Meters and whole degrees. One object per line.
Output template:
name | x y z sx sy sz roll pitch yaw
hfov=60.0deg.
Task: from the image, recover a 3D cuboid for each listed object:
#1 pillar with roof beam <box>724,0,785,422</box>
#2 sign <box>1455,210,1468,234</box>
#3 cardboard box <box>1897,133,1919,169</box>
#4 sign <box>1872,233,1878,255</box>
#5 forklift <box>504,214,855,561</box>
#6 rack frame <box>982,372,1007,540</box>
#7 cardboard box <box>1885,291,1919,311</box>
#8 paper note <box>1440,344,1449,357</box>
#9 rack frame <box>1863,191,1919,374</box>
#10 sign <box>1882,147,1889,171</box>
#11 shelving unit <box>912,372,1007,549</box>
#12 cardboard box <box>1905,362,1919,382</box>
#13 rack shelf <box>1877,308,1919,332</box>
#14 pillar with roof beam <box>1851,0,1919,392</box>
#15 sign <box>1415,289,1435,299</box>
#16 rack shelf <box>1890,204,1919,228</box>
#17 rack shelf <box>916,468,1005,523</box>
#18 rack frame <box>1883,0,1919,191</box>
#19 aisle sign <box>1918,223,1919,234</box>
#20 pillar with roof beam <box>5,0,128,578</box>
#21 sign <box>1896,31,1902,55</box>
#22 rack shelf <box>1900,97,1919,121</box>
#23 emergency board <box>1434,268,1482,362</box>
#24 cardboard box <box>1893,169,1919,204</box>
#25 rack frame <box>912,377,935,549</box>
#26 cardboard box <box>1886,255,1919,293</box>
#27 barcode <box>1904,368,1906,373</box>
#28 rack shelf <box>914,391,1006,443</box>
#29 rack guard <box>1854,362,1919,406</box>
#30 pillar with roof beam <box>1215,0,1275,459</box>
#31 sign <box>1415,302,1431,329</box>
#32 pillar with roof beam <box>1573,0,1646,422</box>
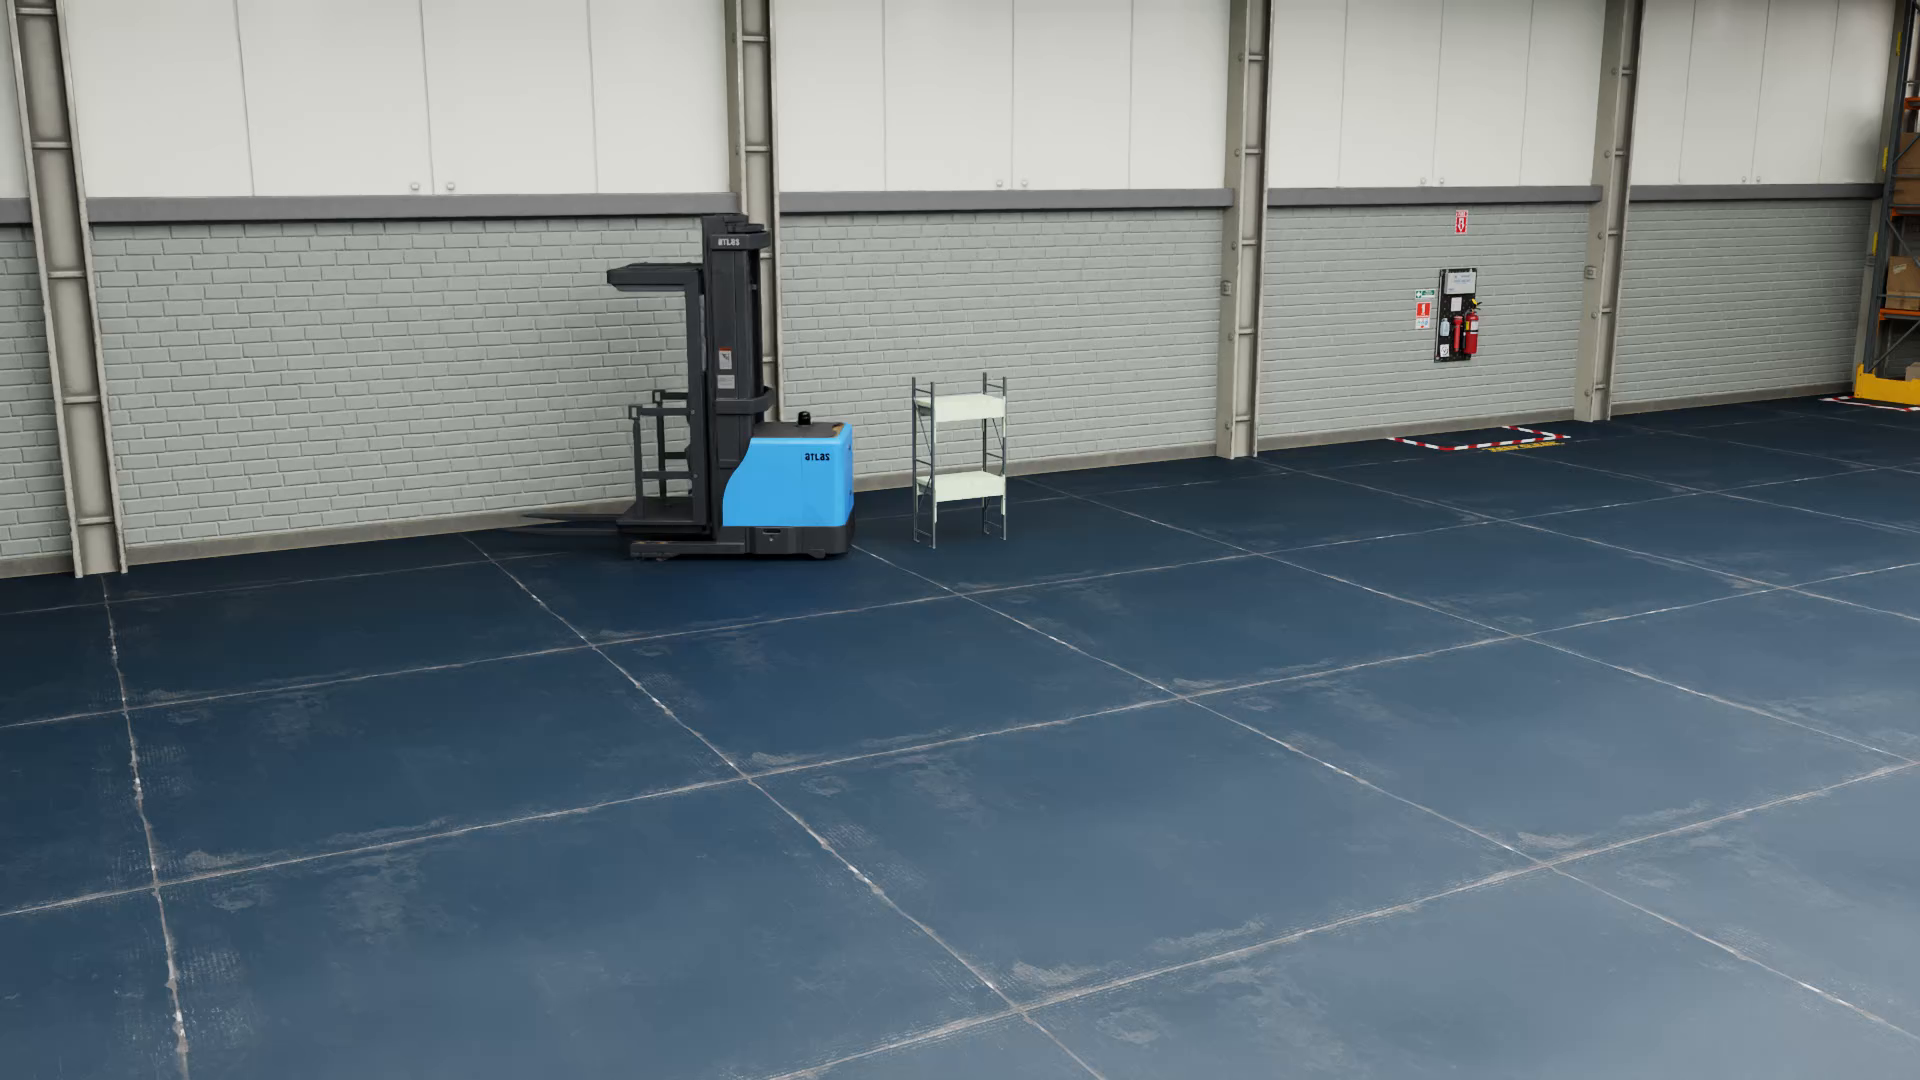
pillar with roof beam | 0.062 -3.926 12.201 0.400 9.000 9.100 -7 14 -28
sign | 6.290 -3.988 20.860 0.199 0.298 0.001 -7 14 -28
cardboard box | 13.851 -5.588 23.865 0.500 0.500 0.500 -6 14 -25
sign | 13.350 -4.311 24.215 0.005 0.325 0.100 -7 14 -28
forklift | -2.489 -1.363 14.632 3.031 2.935 1.130 0 13 1
rack frame | 0.315 -0.769 15.253 0.023 1.500 0.400 -7 14 -28
cardboard box | 13.916 -3.506 24.291 0.500 0.250 0.500 -7 14 -27
paper note | 6.156 -2.404 21.106 0.142 0.148 0.016 -7 14 -28
rack frame | 13.598 -3.482 23.892 0.127 3.000 1.000 -7 14 -28
sign | 13.350 -5.487 23.950 0.005 0.325 0.100 -7 14 -28
shelving unit | -0.006 -0.731 15.082 0.755 1.500 0.431 -7 14 -28
cardboard box | 14.249 -2.441 24.385 0.500 0.311 0.500 -9 15 -34
rack shelf | 15.354 -3.342 24.906 4.000 0.370 1.077 -7 14 -28
pillar with roof beam | 15.861 -5.820 20.615 0.400 9.000 9.100 -7 14 -28
sign | 5.818 -3.075 20.795 0.331 0.109 0.001 -7 14 -28
rack shelf | 15.354 -4.805 24.577 4.000 0.370 1.077 -7 14 -28
rack shelf | -0.006 -0.413 15.154 0.720 0.370 0.431 -7 14 -28
rack frame | 13.598 -6.409 23.233 0.127 3.000 1.000 -7 14 -28
aisle sign | 13.679 -4.685 23.316 0.004 0.787 0.394 -7 14 -28
pillar with roof beam | -5.205 -3.295 9.396 0.400 9.000 9.100 -7 14 -28
sign | 13.350 -7.051 23.598 0.005 0.325 0.100 -7 14 -28
rack shelf | 15.354 -6.267 24.248 4.000 0.370 1.077 -7 14 -28
emergency board | 6.344 -2.839 21.033 0.643 1.169 0.194 -7 14 -28
cardboard box | 13.843 -5.097 23.961 0.500 0.500 0.500 -6 14 -24
rack frame | -0.327 -0.692 14.911 0.023 1.500 0.400 -7 14 -28
cardboard box | 13.910 -3.875 24.226 0.500 0.500 0.500 -7 14 -28
barcode | 14.073 -2.524 24.735 0.075 0.075 0.001 -7 14 -28
rack shelf | -0.006 -1.112 14.996 0.720 0.370 0.431 -7 14 -28
rack guard | 13.665 -2.271 24.202 0.348 0.500 1.175 -7 14 -28
pillar with roof beam | 5.328 -4.557 15.005 0.400 9.000 9.100 -7 14 -28
sign | 5.810 -2.818 20.859 0.234 0.329 0.001 -7 14 -28
pillar with roof beam | 10.594 -5.189 17.810 0.400 9.000 9.100 -7 14 -28
